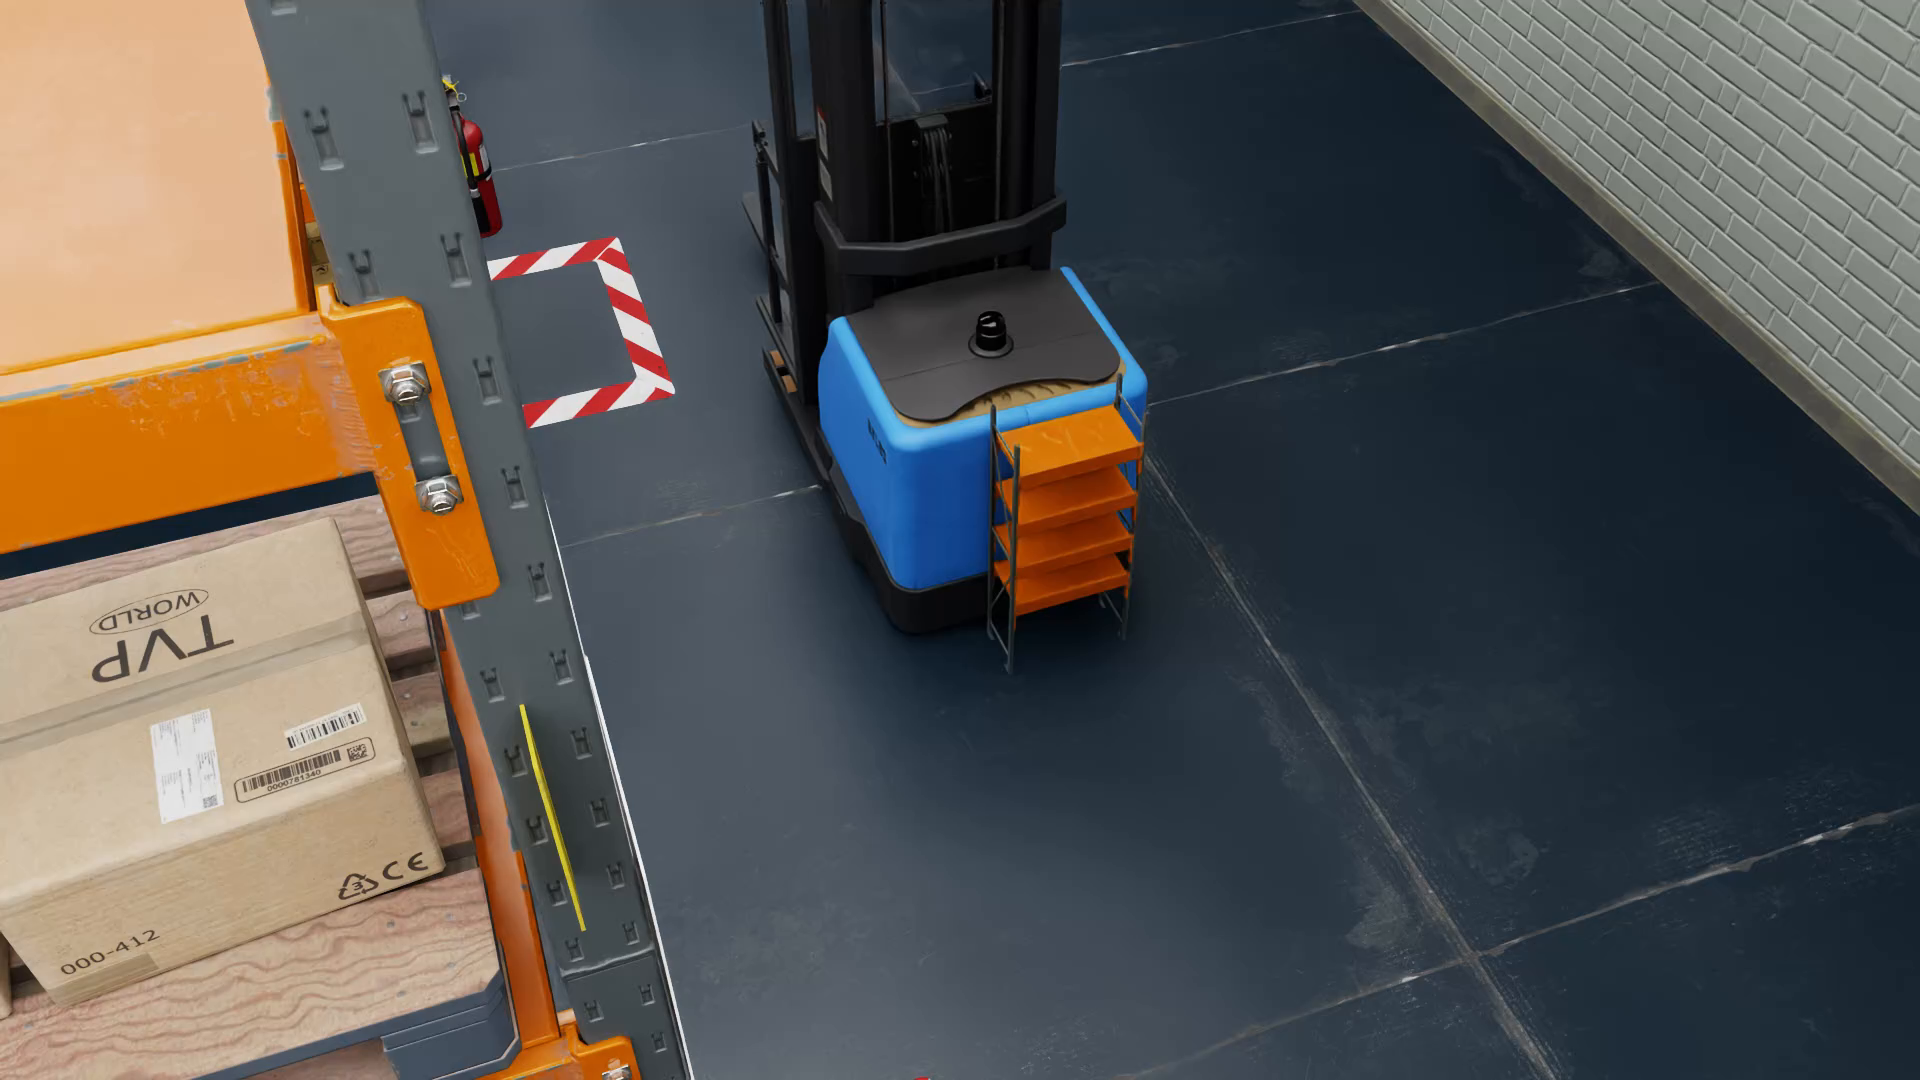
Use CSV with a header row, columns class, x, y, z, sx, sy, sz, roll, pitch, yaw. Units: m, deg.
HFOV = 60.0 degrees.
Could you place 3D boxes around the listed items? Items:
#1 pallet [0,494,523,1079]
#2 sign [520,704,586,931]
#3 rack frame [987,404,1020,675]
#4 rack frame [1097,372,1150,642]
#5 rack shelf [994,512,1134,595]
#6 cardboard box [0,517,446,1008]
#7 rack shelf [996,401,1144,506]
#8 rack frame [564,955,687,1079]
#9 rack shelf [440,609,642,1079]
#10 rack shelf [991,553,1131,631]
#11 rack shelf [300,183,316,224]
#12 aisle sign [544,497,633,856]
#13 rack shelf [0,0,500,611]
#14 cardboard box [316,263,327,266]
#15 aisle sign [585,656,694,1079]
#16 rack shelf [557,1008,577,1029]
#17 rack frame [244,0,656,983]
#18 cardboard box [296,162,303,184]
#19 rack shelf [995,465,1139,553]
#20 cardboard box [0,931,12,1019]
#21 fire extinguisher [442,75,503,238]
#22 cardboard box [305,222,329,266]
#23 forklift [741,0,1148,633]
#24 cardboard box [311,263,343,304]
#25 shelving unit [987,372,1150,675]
class,x,y,z,sx,sy,sz,roll,pitch,yaw
pallet,-1.337,0.463,2.425,1.213,0.211,1.003,-14,47,-14
sign,-0.471,0.326,1.929,0.005,0.325,0.100,-14,47,-14
rack frame,0.157,0.027,6.186,0.015,1.200,0.240,-15,47,-15
rack frame,0.613,-0.097,6.309,0.015,1.200,0.240,-15,47,-15
rack shelf,0.385,0.012,6.295,0.480,0.148,0.258,-15,47,-15
cardboard box,-1.035,0.283,2.280,0.500,0.250,0.500,-18,48,-17
rack shelf,0.385,-0.313,5.969,0.480,0.148,0.258,-15,47,-15
rack frame,-0.643,1.305,3.641,0.127,3.000,1.000,-14,47,-14
rack shelf,-2.524,0.981,2.354,4.000,0.370,1.077,-14,47,-14
rack shelf,0.385,0.152,6.436,0.480,0.148,0.258,-15,47,-15
rack shelf,-4.299,-1.234,6.679,4.000,0.370,1.077,-14,47,-14
aisle sign,-0.673,0.177,2.930,0.004,0.787,0.394,-14,47,-14
rack shelf,-2.524,0.063,1.433,4.000,0.370,1.077,-14,47,-14
cardboard box,-2.998,-1.261,7.704,0.250,0.149,0.380,-13,46,-12
aisle sign,-0.470,0.576,2.532,0.004,0.787,0.394,-14,47,-14
rack shelf,-2.524,2.040,3.417,4.000,0.370,1.077,-14,47,-14
rack frame,-0.643,-0.813,1.516,0.127,3.000,1.000,-14,47,-14
cardboard box,-2.629,-1.613,6.727,0.250,0.149,0.380,-14,47,-14
rack shelf,0.385,-0.146,6.136,0.480,0.148,0.258,-15,47,-15
cardboard box,-1.402,0.473,2.162,0.250,0.149,0.380,-18,48,-17
fire extinguisher,-2.025,-1.563,6.817,0.183,0.674,0.296,-14,47,-14
cardboard box,-3.026,-1.421,7.654,0.250,0.149,0.380,-16,47,-16
forklift,-0.273,-1.726,6.711,1.130,2.935,3.031,-15,47,-14
cardboard box,-2.830,-1.024,7.259,0.250,0.149,0.380,-14,47,-13
shelving unit,0.385,-0.035,6.247,0.503,1.200,0.258,-15,47,-15
